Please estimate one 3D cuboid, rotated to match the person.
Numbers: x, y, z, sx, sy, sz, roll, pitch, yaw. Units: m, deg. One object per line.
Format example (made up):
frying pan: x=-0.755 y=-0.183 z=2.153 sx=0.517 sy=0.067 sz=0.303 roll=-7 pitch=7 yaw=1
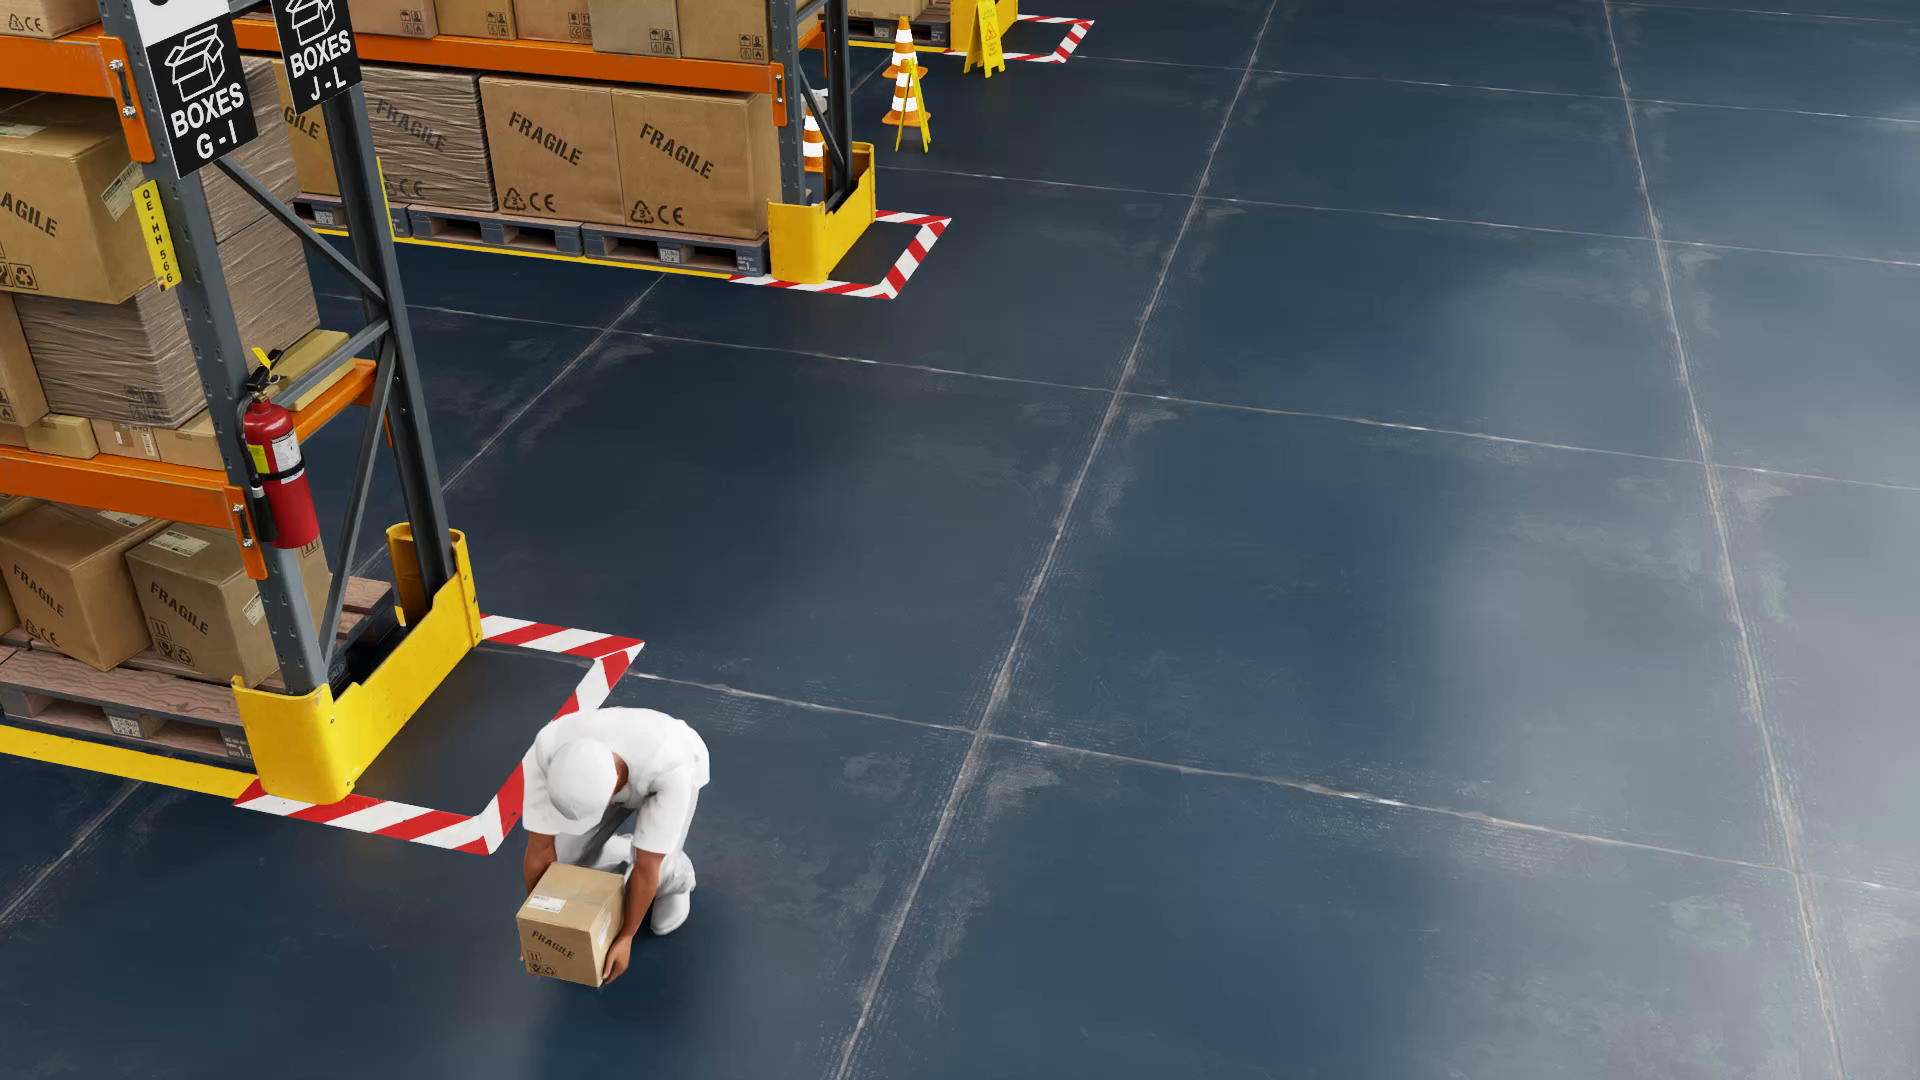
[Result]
person: x=-1.102 y=0.895 z=5.434 sx=0.544 sy=1.005 sz=0.913 roll=7 pitch=33 yaw=11
